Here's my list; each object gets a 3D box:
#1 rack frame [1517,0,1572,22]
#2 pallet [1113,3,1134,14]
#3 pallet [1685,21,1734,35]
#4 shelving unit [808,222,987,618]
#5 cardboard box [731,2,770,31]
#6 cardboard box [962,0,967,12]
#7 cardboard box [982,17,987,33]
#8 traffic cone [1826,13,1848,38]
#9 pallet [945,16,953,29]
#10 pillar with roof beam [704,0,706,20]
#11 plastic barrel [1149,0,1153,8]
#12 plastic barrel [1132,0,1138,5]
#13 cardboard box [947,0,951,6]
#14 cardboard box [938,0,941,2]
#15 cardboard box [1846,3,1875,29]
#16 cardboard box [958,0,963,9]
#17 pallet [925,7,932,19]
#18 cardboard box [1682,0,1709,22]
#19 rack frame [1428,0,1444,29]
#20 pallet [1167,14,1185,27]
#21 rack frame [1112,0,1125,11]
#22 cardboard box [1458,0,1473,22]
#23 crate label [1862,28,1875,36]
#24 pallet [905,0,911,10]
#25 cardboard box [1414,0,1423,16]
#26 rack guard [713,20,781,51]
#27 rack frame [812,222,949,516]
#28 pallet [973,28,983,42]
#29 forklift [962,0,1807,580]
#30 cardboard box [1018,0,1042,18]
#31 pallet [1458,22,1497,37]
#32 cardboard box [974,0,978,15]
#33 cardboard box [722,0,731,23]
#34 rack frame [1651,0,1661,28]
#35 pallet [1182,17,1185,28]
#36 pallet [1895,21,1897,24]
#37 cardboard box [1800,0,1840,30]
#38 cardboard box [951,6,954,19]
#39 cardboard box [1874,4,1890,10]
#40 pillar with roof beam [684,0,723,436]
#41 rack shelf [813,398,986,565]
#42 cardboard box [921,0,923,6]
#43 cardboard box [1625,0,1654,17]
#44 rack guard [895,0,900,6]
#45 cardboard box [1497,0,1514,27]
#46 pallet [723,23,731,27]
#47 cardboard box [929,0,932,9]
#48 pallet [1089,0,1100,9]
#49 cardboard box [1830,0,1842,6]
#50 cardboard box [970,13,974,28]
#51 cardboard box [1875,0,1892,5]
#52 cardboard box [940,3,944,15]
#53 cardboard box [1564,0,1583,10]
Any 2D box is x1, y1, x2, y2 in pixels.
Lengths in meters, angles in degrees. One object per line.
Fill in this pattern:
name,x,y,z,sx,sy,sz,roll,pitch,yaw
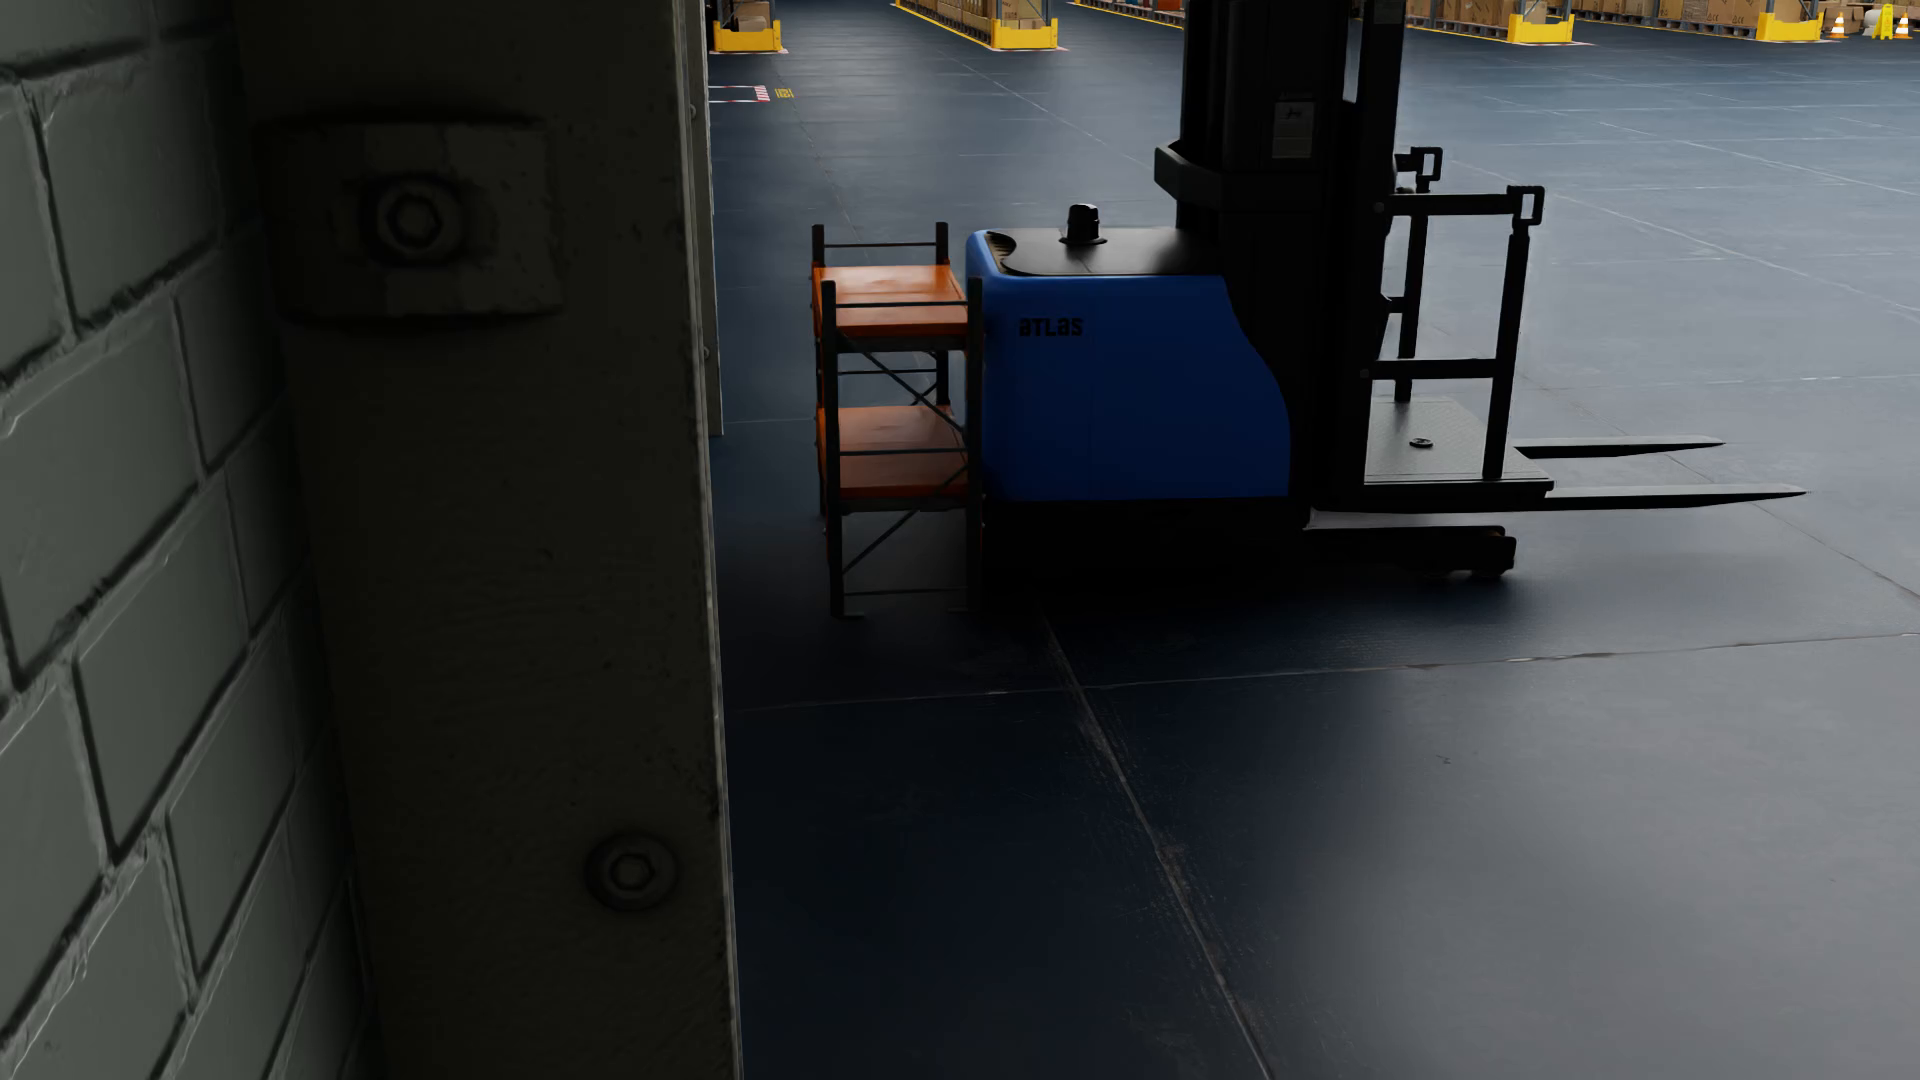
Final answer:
rack frame,10.955,-10.799,30.842,1.000,3.000,0.127,-3,21,-8
pallet,4.394,-13.128,41.064,1.003,0.211,1.213,-3,21,-8
pallet,15.513,-10.402,33.765,1.003,0.211,1.213,-3,21,-8
shelving unit,-0.237,-0.460,5.839,0.538,1.125,1.048,-2,21,-6
cardboard box,-3.899,-9.782,31.064,0.700,0.500,0.500,-4,21,-11
cardboard box,0.332,-10.769,33.020,0.500,0.500,0.500,-3,21,-8
cardboard box,0.698,-9.552,30.834,0.500,0.250,0.500,-3,21,-8
traffic cone,17.207,-10.081,32.546,0.336,0.463,0.334,-3,21,-8
pallet,0.251,-11.055,35.514,1.003,0.211,1.213,-3,21,-8
pillar with roof beam,-1.311,-15.353,34.461,9.100,9.000,0.400,-3,21,-8
plastic barrel,4.644,-12.710,38.913,0.421,0.512,0.421,0,20,0
plastic barrel,4.488,-13.483,40.428,0.600,0.901,0.708,-3,21,-8
cardboard box,0.014,-11.509,35.272,0.500,0.311,0.500,-3,21,-8
cardboard box,-0.216,-12.045,36.708,0.500,0.311,0.500,-2,21,-6
cardboard box,18.993,-11.074,35.148,0.500,0.500,0.500,12,24,29
cardboard box,0.233,-10.982,33.862,0.500,0.311,0.500,-3,21,-8
pallet,-0.244,-12.446,39.237,1.003,0.211,1.213,-3,21,-8
cardboard box,15.456,-11.067,33.997,0.875,0.875,0.875,-3,21,-7
rack frame,10.379,-12.184,34.550,1.000,3.000,0.127,-3,21,-8
pallet,5.147,-11.321,36.225,1.003,0.211,1.213,-3,21,-8
rack frame,4.324,-14.704,41.297,1.000,3.000,0.127,-3,21,-8
cardboard box,10.487,-10.871,34.007,0.500,0.500,0.500,4,21,9
crate label,18.199,-10.137,33.161,0.250,0.136,0.298,-15,25,-35
pallet,-0.855,-13.810,42.890,1.003,0.211,1.213,-3,21,-8
cardboard box,10.261,-11.598,35.927,0.700,0.500,0.500,-3,21,-8
rack guard,-3.761,-8.905,29.343,1.175,0.500,0.348,-3,21,-8
rack frame,-0.294,-0.636,6.312,0.500,1.125,0.032,-2,21,-6
pallet,0.828,-9.678,31.827,1.003,0.211,1.213,-3,21,-8
forklift,1.548,-1.420,5.829,3.031,2.935,1.130,-1,21,-3
cardboard box,1.221,-9.930,30.774,0.500,0.500,0.500,-3,21,-8
pallet,10.690,-10.223,33.286,1.003,0.211,1.213,-3,21,-8
cardboard box,0.551,-10.250,31.629,0.500,0.500,0.500,-3,21,-8
cardboard box,-4.449,-10.723,33.584,0.700,0.500,0.500,-2,21,-6
rack frame,15.301,-12.399,35.126,1.000,3.000,0.127,-3,21,-8
pallet,5.326,-10.897,35.092,1.003,0.211,1.213,-3,21,-8
pallet,20.071,-11.647,37.097,1.003,0.211,1.213,-3,21,-8
cardboard box,17.860,-10.996,34.745,0.797,0.637,0.503,-3,21,-8
cardboard box,0.083,-11.075,34.912,0.500,0.250,0.500,-2,21,-7
cardboard box,20.003,-11.374,35.712,0.500,0.250,0.500,-4,21,-10
pillar with roof beam,3.013,-4.966,6.651,9.100,9.000,0.400,-3,21,-8
rack shelf,-0.237,-0.230,5.924,0.538,0.278,1.000,-2,21,-6
cardboard box,-0.661,-13.126,40.018,0.500,0.500,0.500,-3,21,-7
cardboard box,15.123,-11.752,36.009,1.050,0.750,0.750,-3,21,-8
rack guard,-1.144,-14.643,44.706,1.175,0.500,0.348,-3,21,-8
cardboard box,10.762,-10.247,32.336,0.500,0.500,0.500,2,21,6
pallet,-4.440,-10.397,33.752,1.003,0.211,1.213,-3,21,-8
cardboard box,-0.443,-12.596,38.599,0.500,0.500,0.500,-4,21,-10
pallet,4.001,-14.073,43.595,1.003,0.211,1.213,-3,21,-8
cardboard box,20.000,-12.079,37.426,0.950,0.372,0.625,-2,21,-4
cardboard box,0.476,-10.071,32.224,0.500,0.250,0.500,-3,21,-8
cardboard box,20.003,-11.725,35.581,0.500,0.500,0.500,-2,21,-5
cardboard box,-0.143,-11.609,36.340,0.500,0.250,0.500,-3,21,-9
cardboard box,14.724,-12.711,38.577,1.050,0.750,0.750,-3,21,-8
